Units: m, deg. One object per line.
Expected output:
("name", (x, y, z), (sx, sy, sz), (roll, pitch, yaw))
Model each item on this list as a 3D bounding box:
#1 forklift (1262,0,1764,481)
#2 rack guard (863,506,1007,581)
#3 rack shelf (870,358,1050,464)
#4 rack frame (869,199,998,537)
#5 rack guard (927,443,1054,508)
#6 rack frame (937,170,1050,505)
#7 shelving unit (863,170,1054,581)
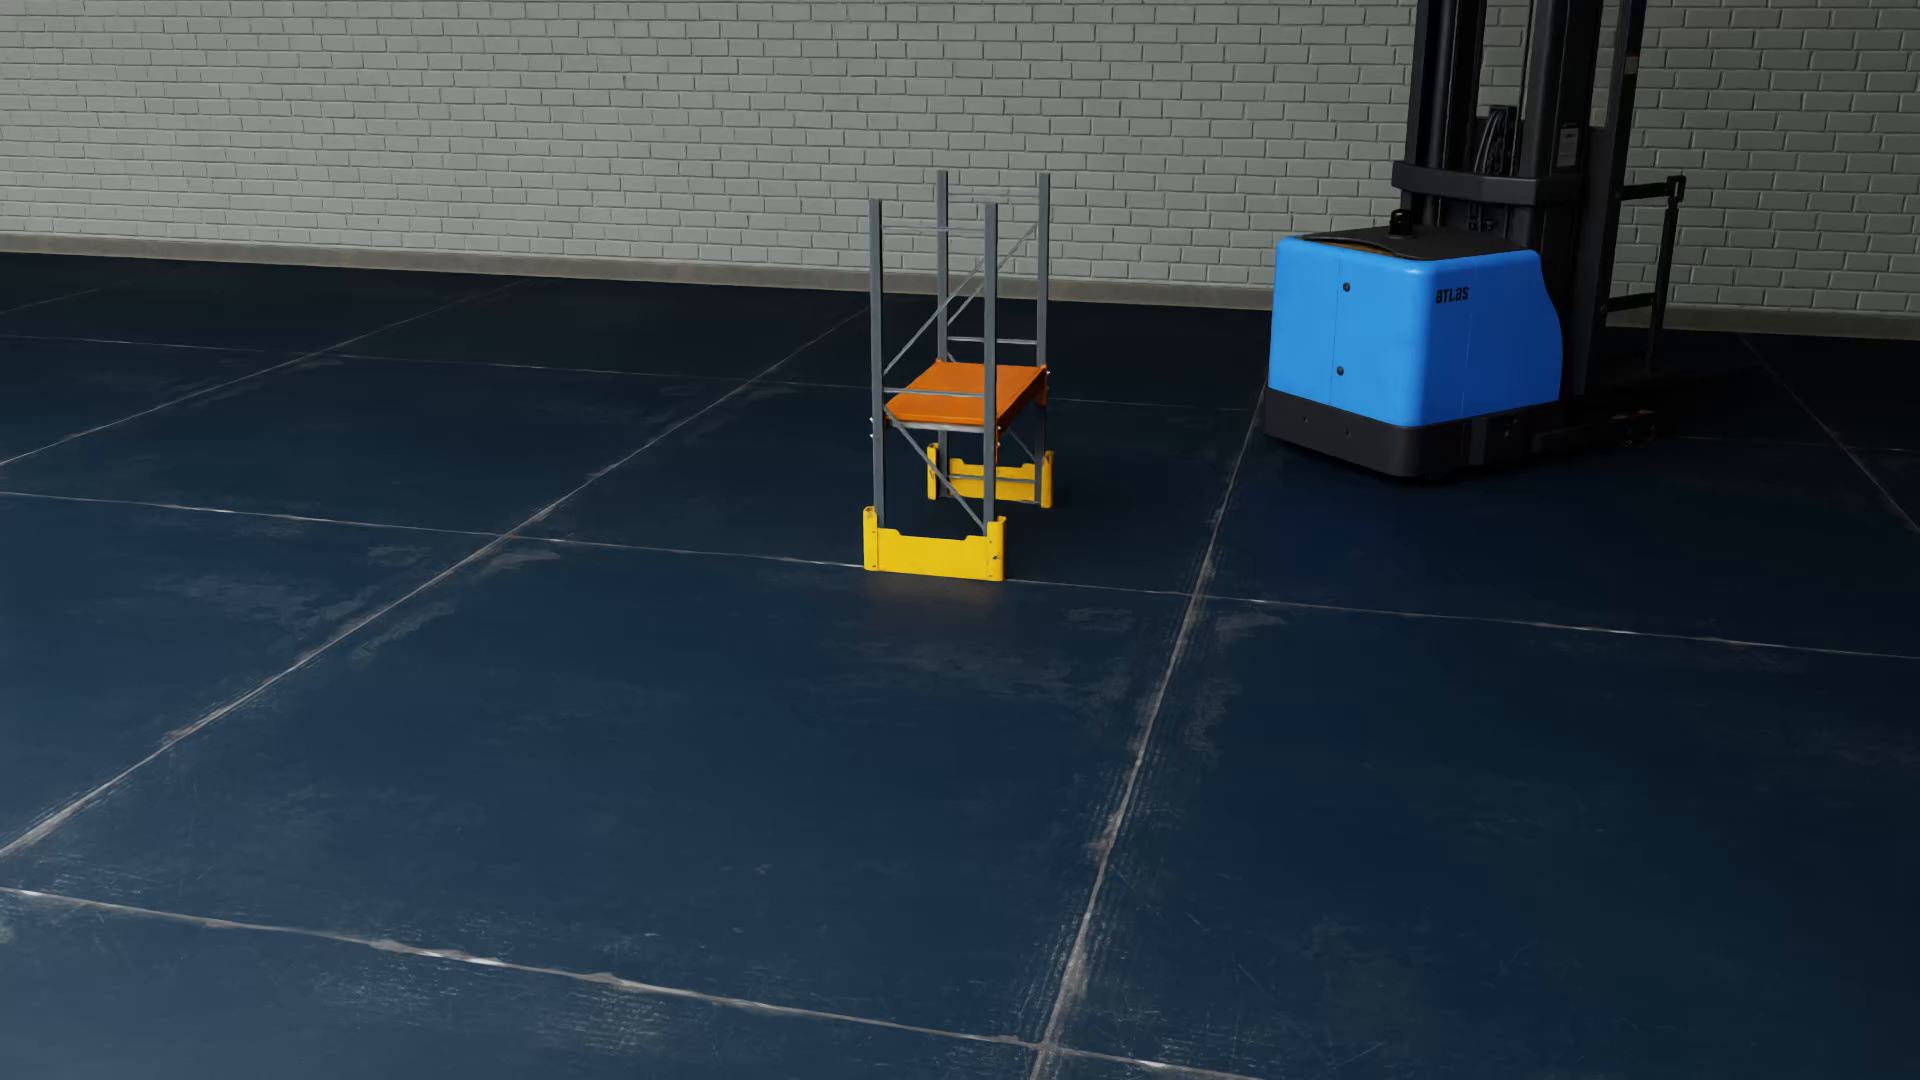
("forklift", (3.089, -2.004, 8.520), (3.031, 2.935, 1.130), (-11, 22, -30))
("rack guard", (-0.103, 0.014, 6.760), (0.587, 0.250, 0.087), (5, 19, 13))
("rack shelf", (0.021, -0.566, 7.082), (0.538, 0.185, 1.000), (5, 19, 13))
("rack frame", (-0.103, -0.577, 6.557), (0.500, 1.500, 0.032), (5, 19, 13))
("rack guard", (0.140, -0.298, 7.674), (0.587, 0.250, 0.087), (5, 19, 13))
("rack frame", (0.145, -0.896, 7.490), (0.500, 1.500, 0.032), (5, 19, 13))
("shelving unit", (0.019, -0.734, 7.015), (0.587, 1.500, 1.083), (5, 19, 13))
